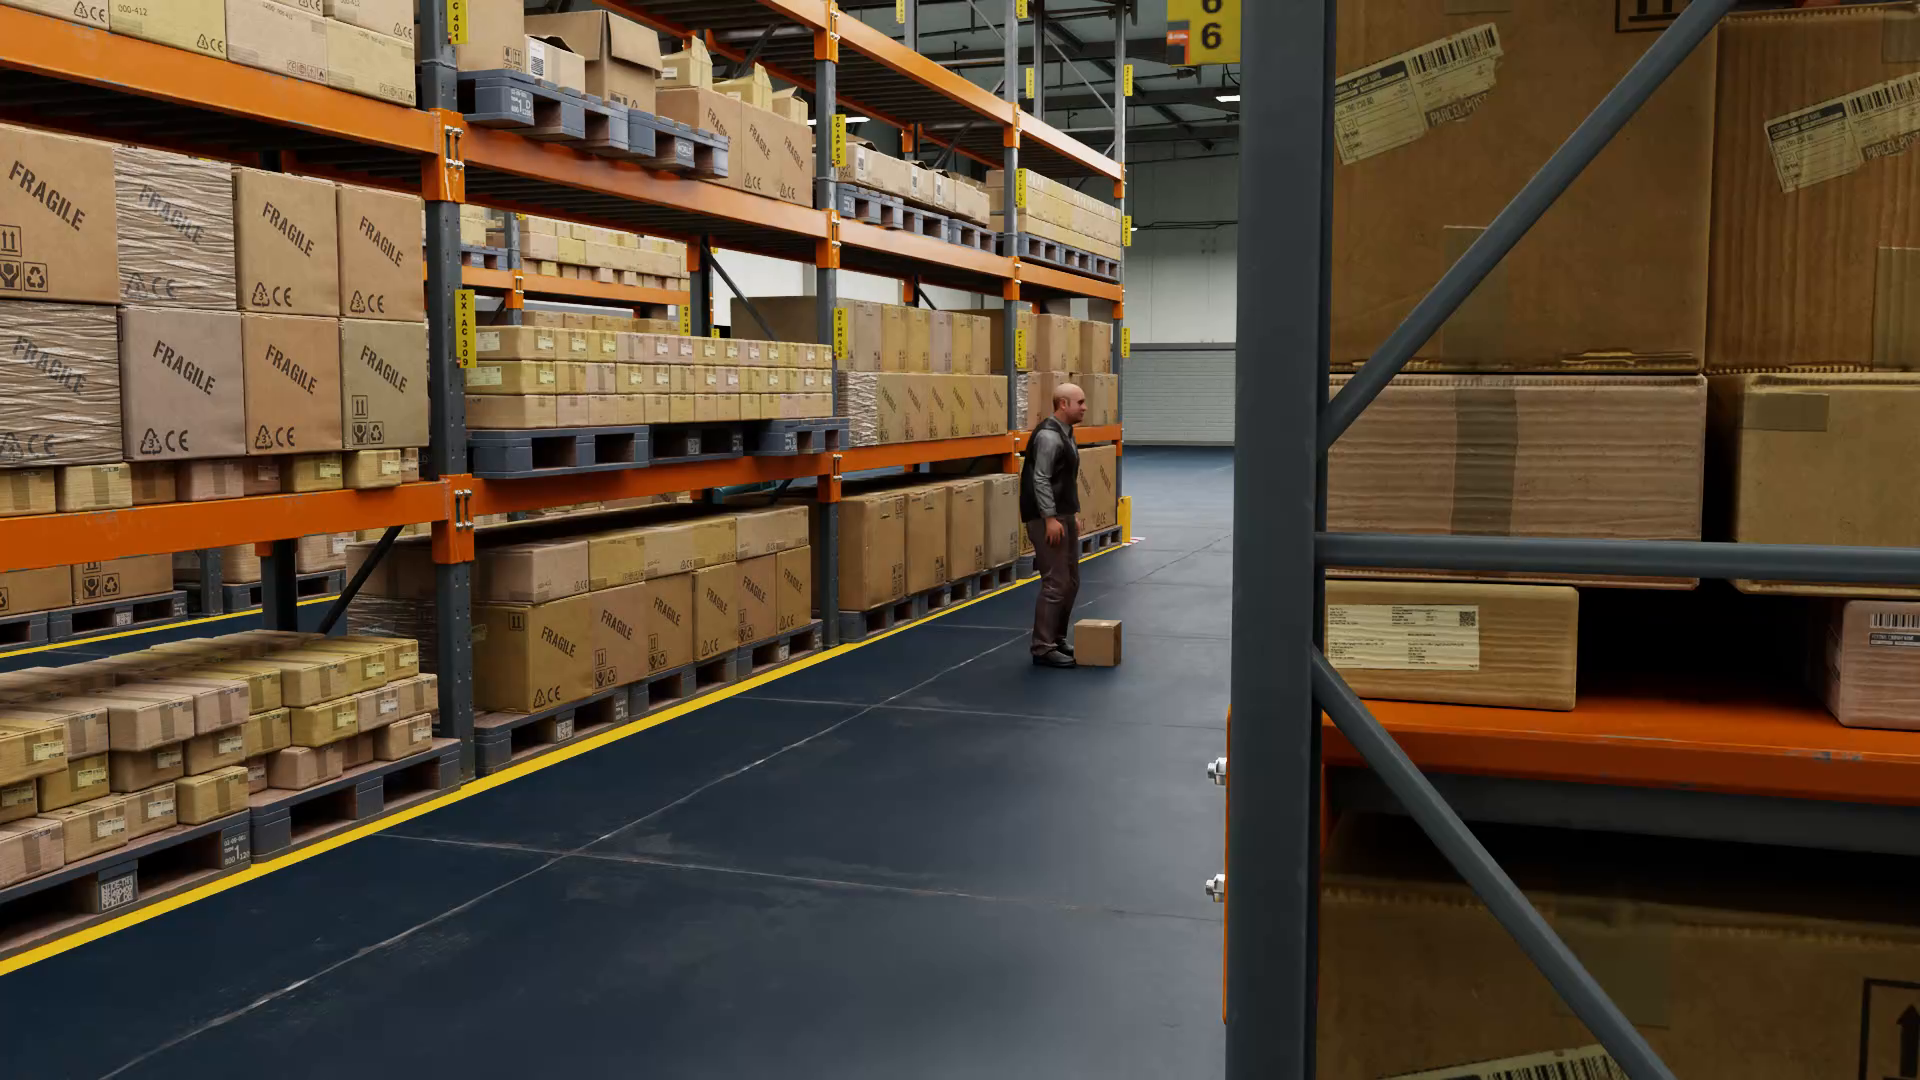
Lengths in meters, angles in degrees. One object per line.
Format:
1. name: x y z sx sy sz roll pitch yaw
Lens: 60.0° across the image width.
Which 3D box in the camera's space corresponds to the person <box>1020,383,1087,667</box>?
1. person: 0.583 -0.106 10.287 0.415 1.721 0.580 2 5 19
